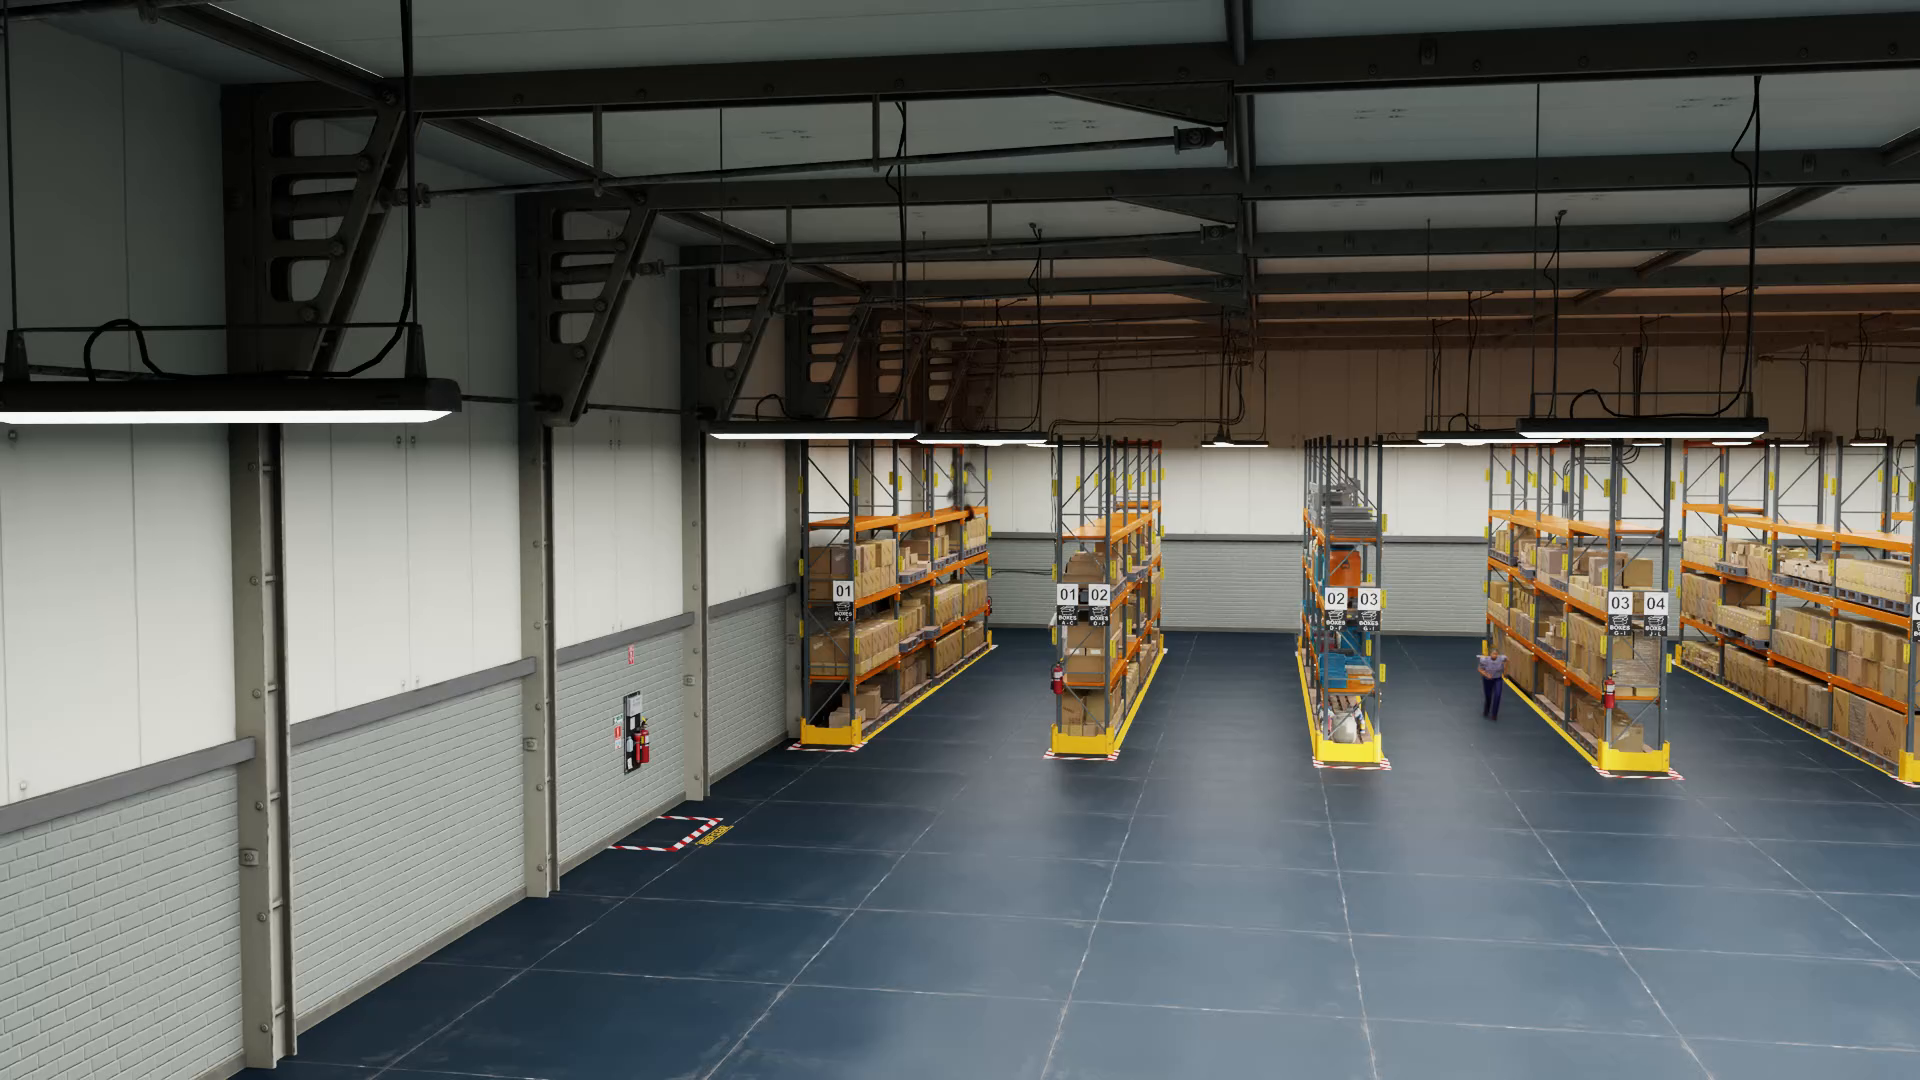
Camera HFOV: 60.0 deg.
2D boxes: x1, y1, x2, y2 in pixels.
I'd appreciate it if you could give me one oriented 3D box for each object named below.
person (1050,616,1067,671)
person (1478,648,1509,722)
[{"bbox_3d":[2.673,2.537,42.995,0.723,1.743,0.644,1,3,10],"label":"person"},{"bbox_3d":[11.338,3.109,35.428,0.648,1.503,0.962,1,3,9],"label":"person"}]
